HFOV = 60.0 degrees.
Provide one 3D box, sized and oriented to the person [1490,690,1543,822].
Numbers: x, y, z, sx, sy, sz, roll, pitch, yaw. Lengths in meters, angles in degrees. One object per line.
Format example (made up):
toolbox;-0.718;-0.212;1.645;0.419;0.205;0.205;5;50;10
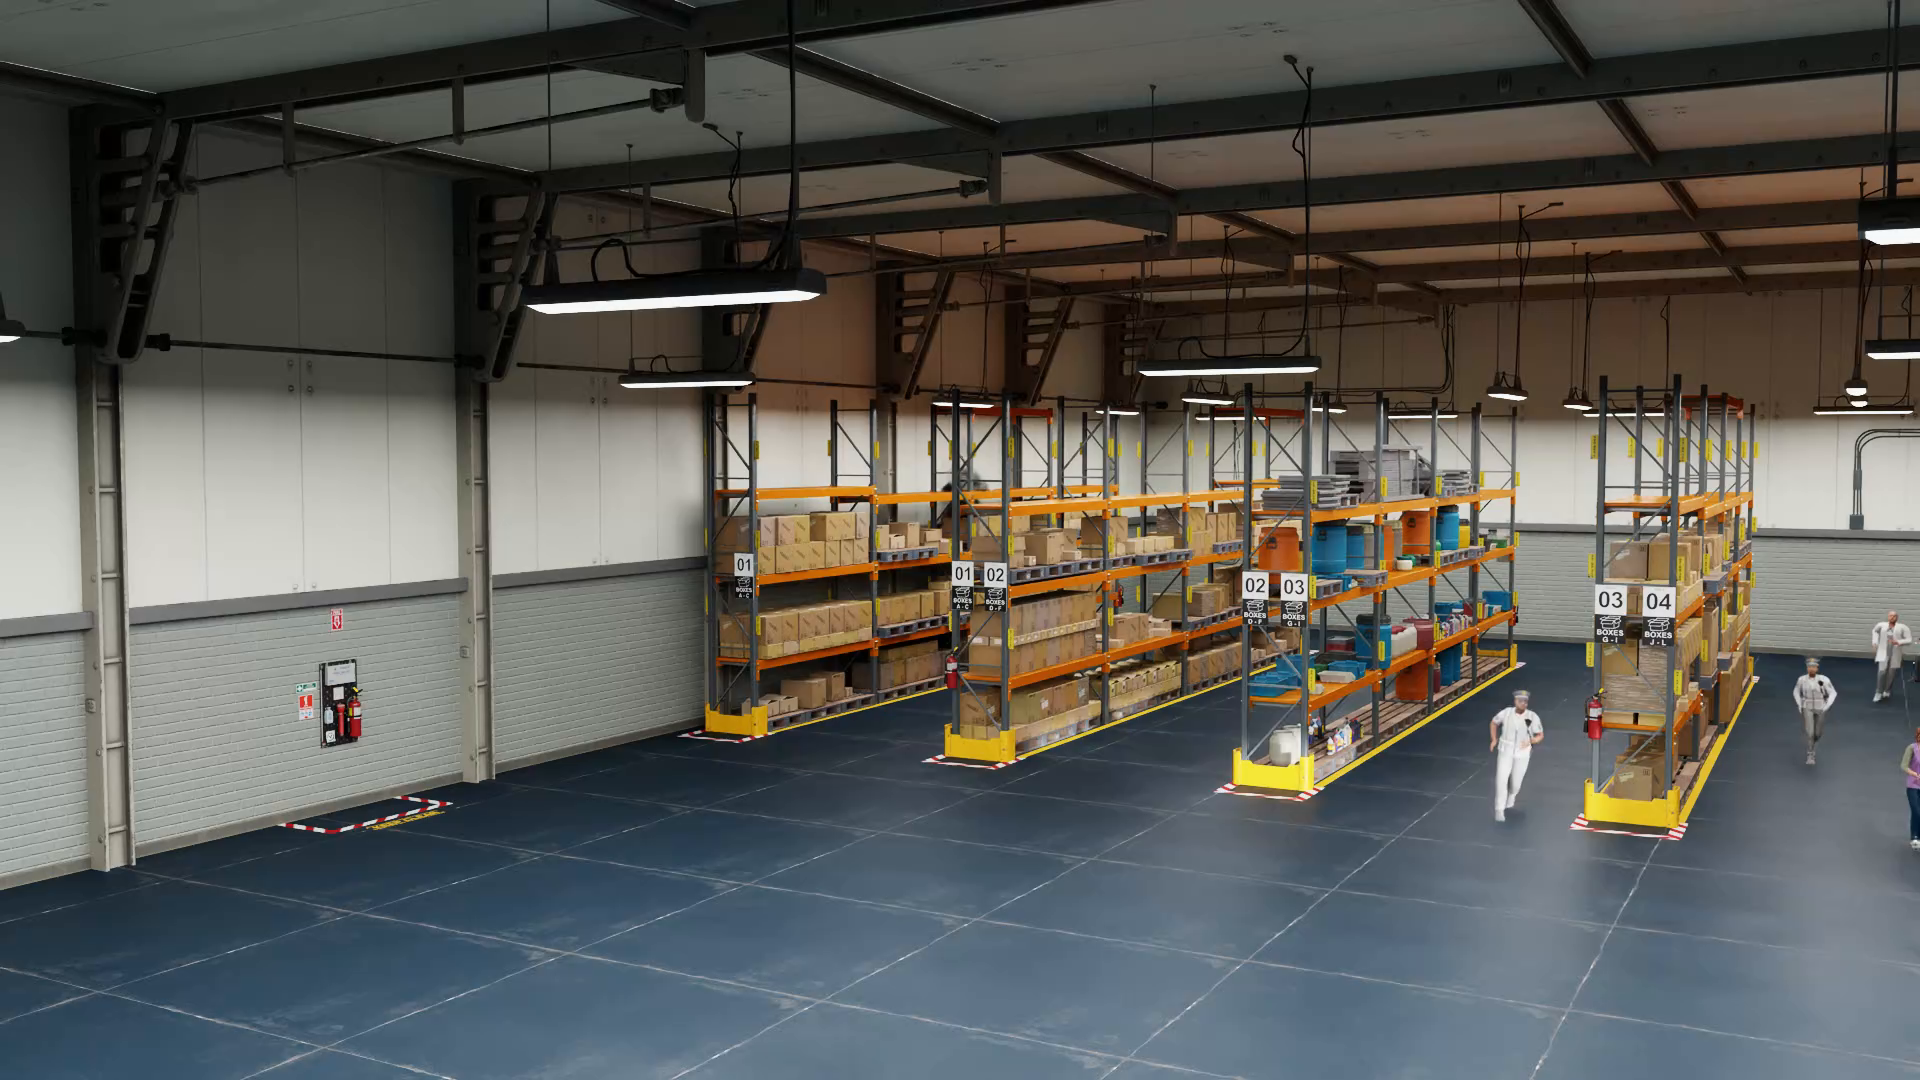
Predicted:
person;7.596;2.924;22.722;0.701;1.786;0.869;1;3;20

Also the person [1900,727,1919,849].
person;12.018;3.105;20.703;0.562;1.545;0.581;1;3;11

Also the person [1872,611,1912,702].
person;18.632;2.326;33.258;0.697;1.831;0.772;2;4;31

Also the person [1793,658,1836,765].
person;13.743;2.730;26.752;0.624;1.699;0.680;2;4;28

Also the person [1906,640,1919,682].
person;20.619;2.297;35.425;0.765;1.604;0.704;2;4;30
